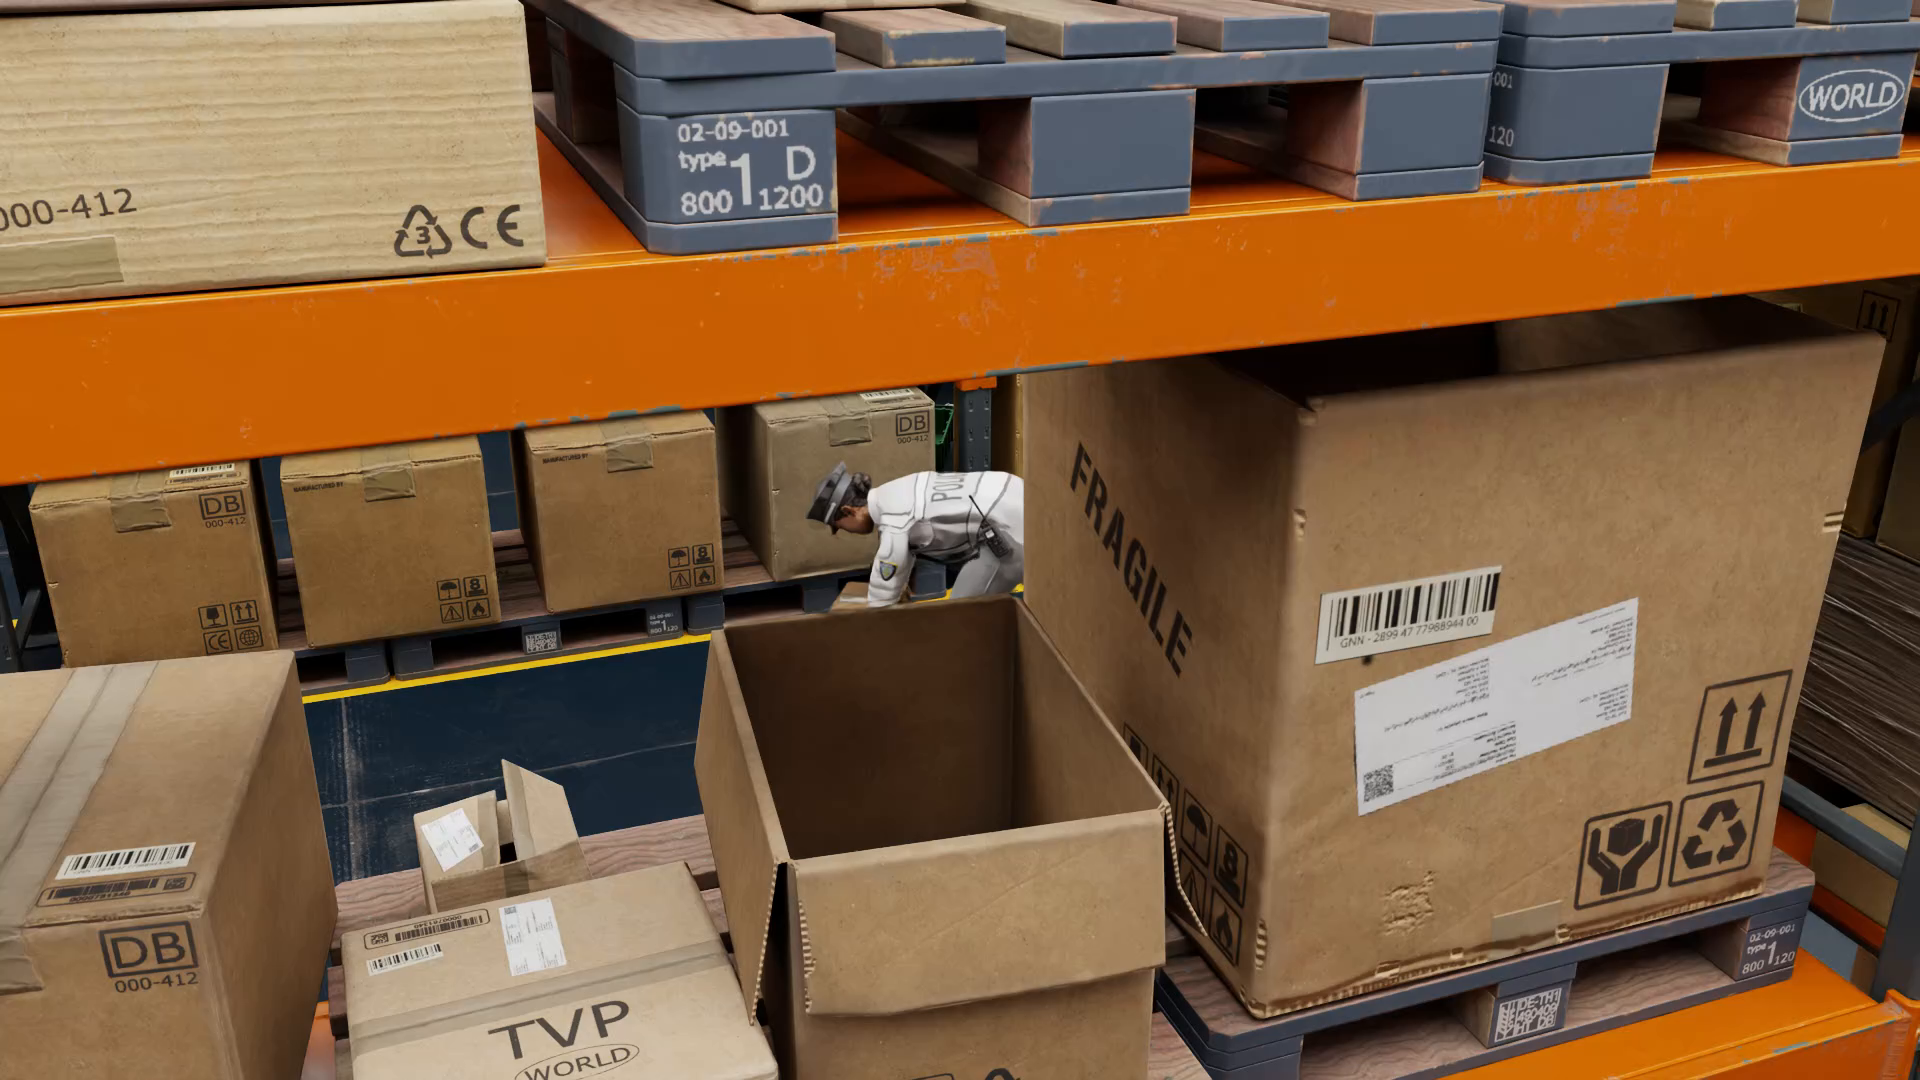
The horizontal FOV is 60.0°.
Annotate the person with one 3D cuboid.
[{"bbox_3d":[-0.124,0.225,6.336,0.924,1.065,0.429,4,23,10],"label":"person"}]
